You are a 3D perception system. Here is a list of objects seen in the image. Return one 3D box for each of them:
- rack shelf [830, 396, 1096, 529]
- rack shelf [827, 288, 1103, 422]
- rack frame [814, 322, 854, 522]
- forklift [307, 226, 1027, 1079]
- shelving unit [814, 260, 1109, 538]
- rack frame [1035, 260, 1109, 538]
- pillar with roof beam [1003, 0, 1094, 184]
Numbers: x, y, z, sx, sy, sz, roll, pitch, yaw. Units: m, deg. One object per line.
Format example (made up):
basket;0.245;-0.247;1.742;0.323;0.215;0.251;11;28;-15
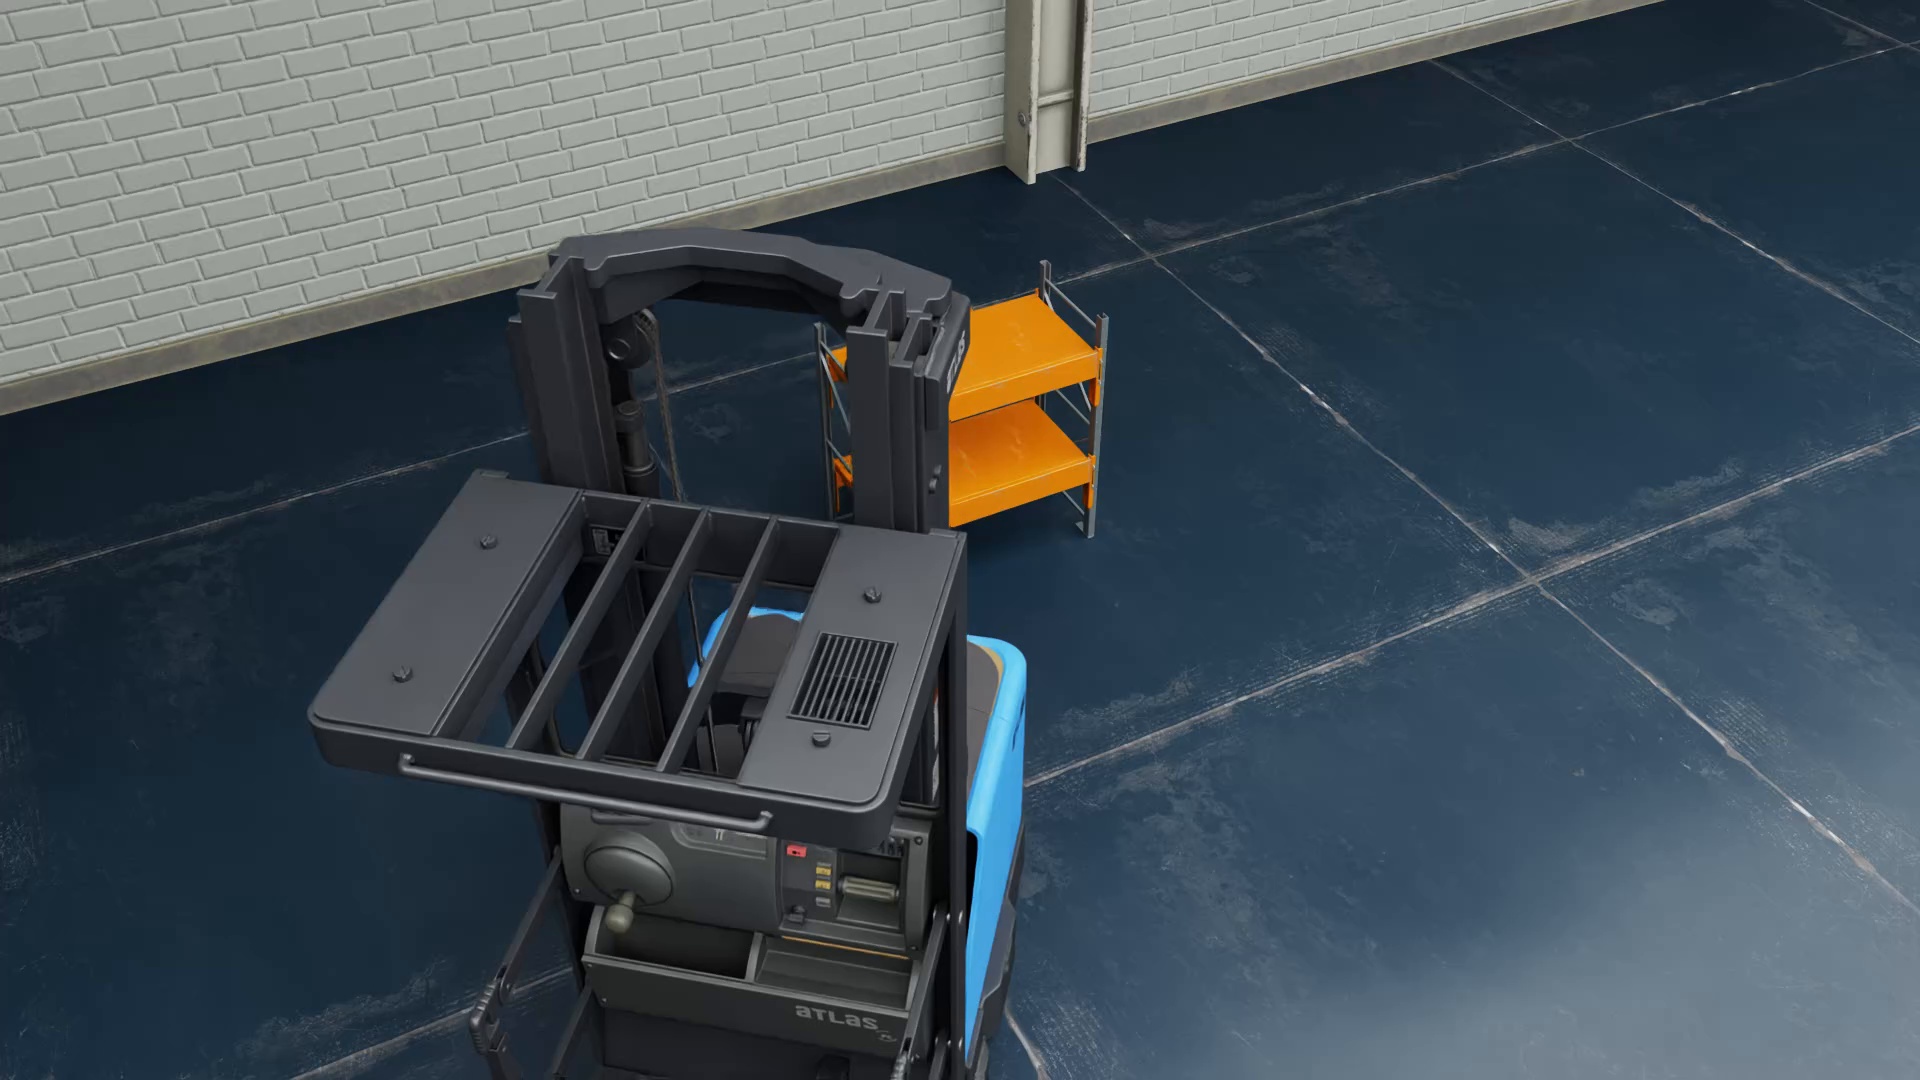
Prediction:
rack shelf;0.006;-0.245;7.047;1.000;0.278;0.538;-19;44;-21
rack shelf;0.006;-0.655;6.700;1.000;0.278;0.538;-19;44;-21
rack frame;-0.445;-0.280;6.710;0.032;1.125;0.500;-19;44;-21
forklift;-0.576;0.891;3.929;1.130;2.935;3.031;8;41;9
shelving unit;0.006;-0.431;6.889;1.048;1.125;0.538;-19;44;-21
rack frame;0.457;-0.583;7.068;0.032;1.125;0.500;-19;44;-21
pillar with roof beam;2.487;-3.189;4.052;0.400;9.000;9.100;-19;44;-21
